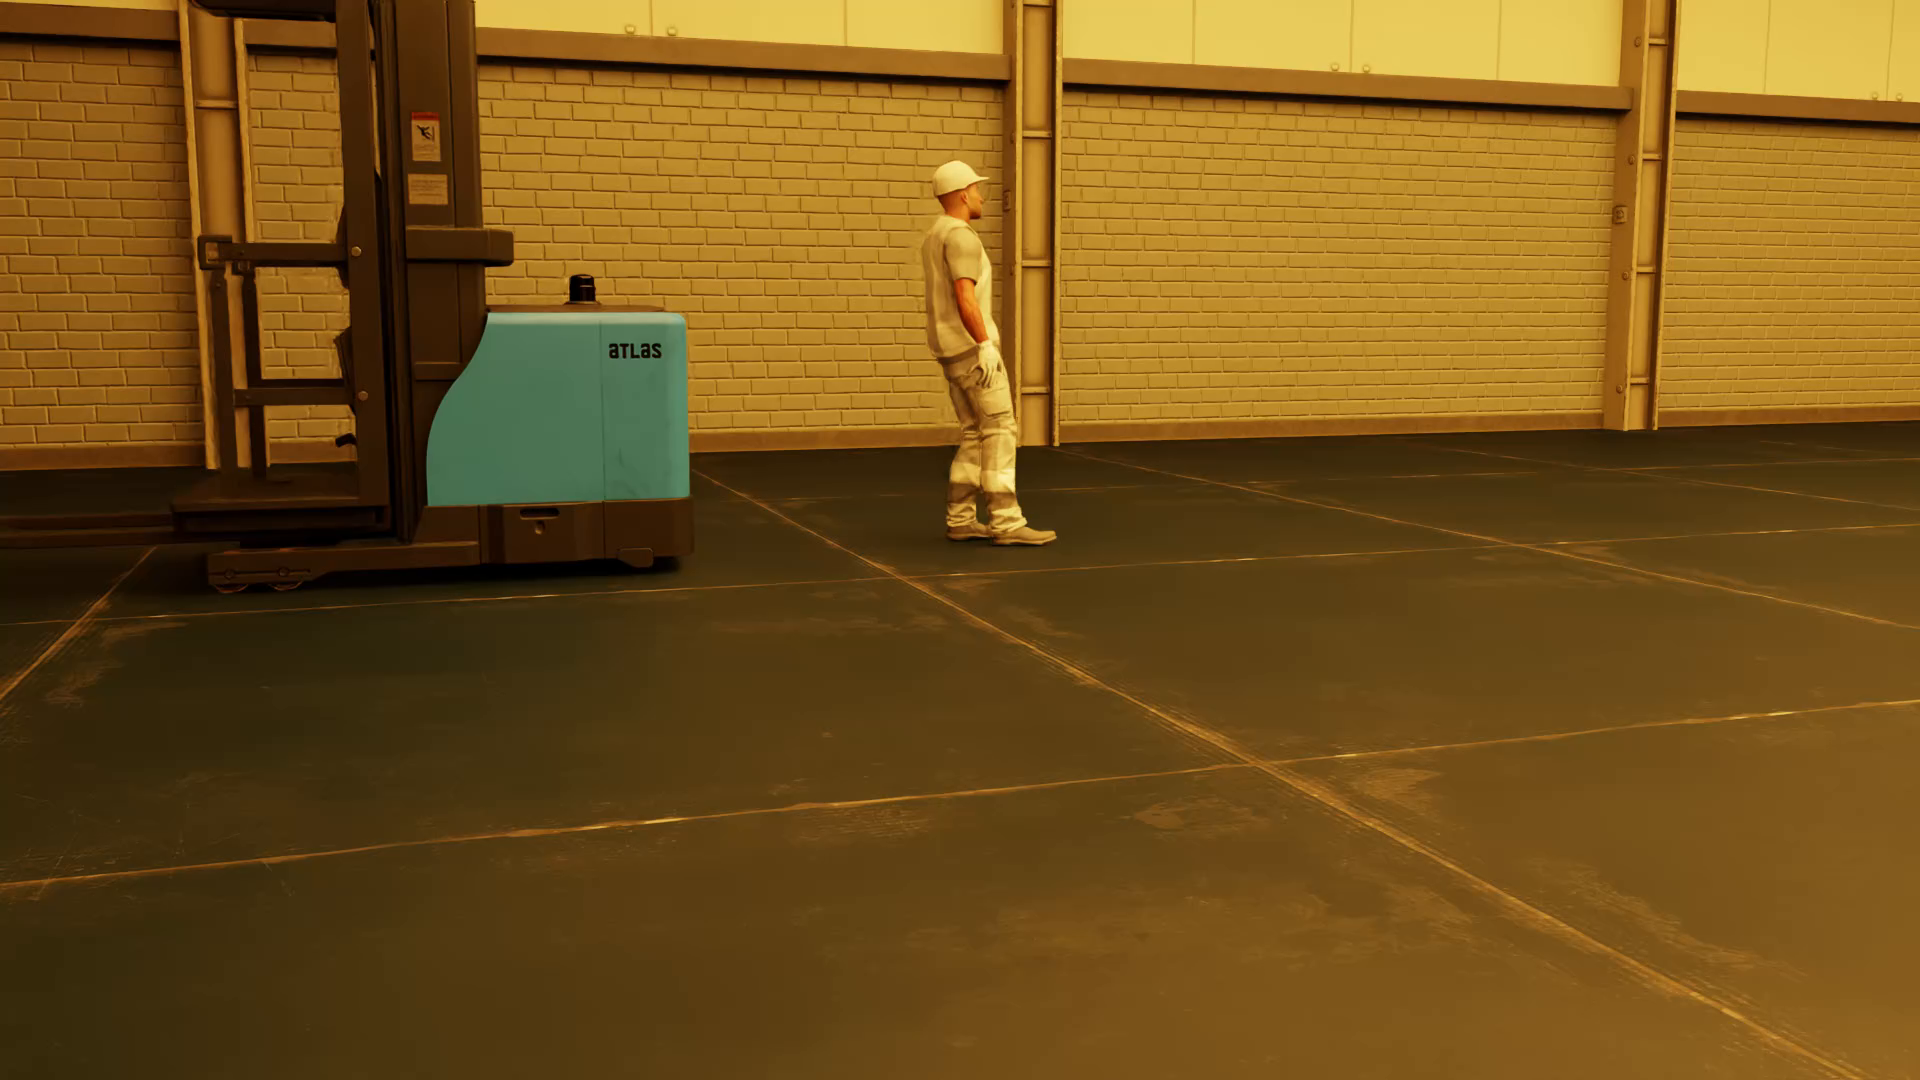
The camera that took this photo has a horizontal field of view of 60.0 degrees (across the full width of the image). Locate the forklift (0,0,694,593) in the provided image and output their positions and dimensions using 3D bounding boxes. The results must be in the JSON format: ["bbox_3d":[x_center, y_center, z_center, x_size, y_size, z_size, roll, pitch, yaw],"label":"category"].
[{"bbox_3d":[-2.694,-1.326,6.795,3.031,2.935,1.130,-2,8,-17],"label":"forklift"}]

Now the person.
[{"bbox_3d":[0.115,-0.882,7.853,0.566,1.777,0.666,-2,8,-14],"label":"person"}]
